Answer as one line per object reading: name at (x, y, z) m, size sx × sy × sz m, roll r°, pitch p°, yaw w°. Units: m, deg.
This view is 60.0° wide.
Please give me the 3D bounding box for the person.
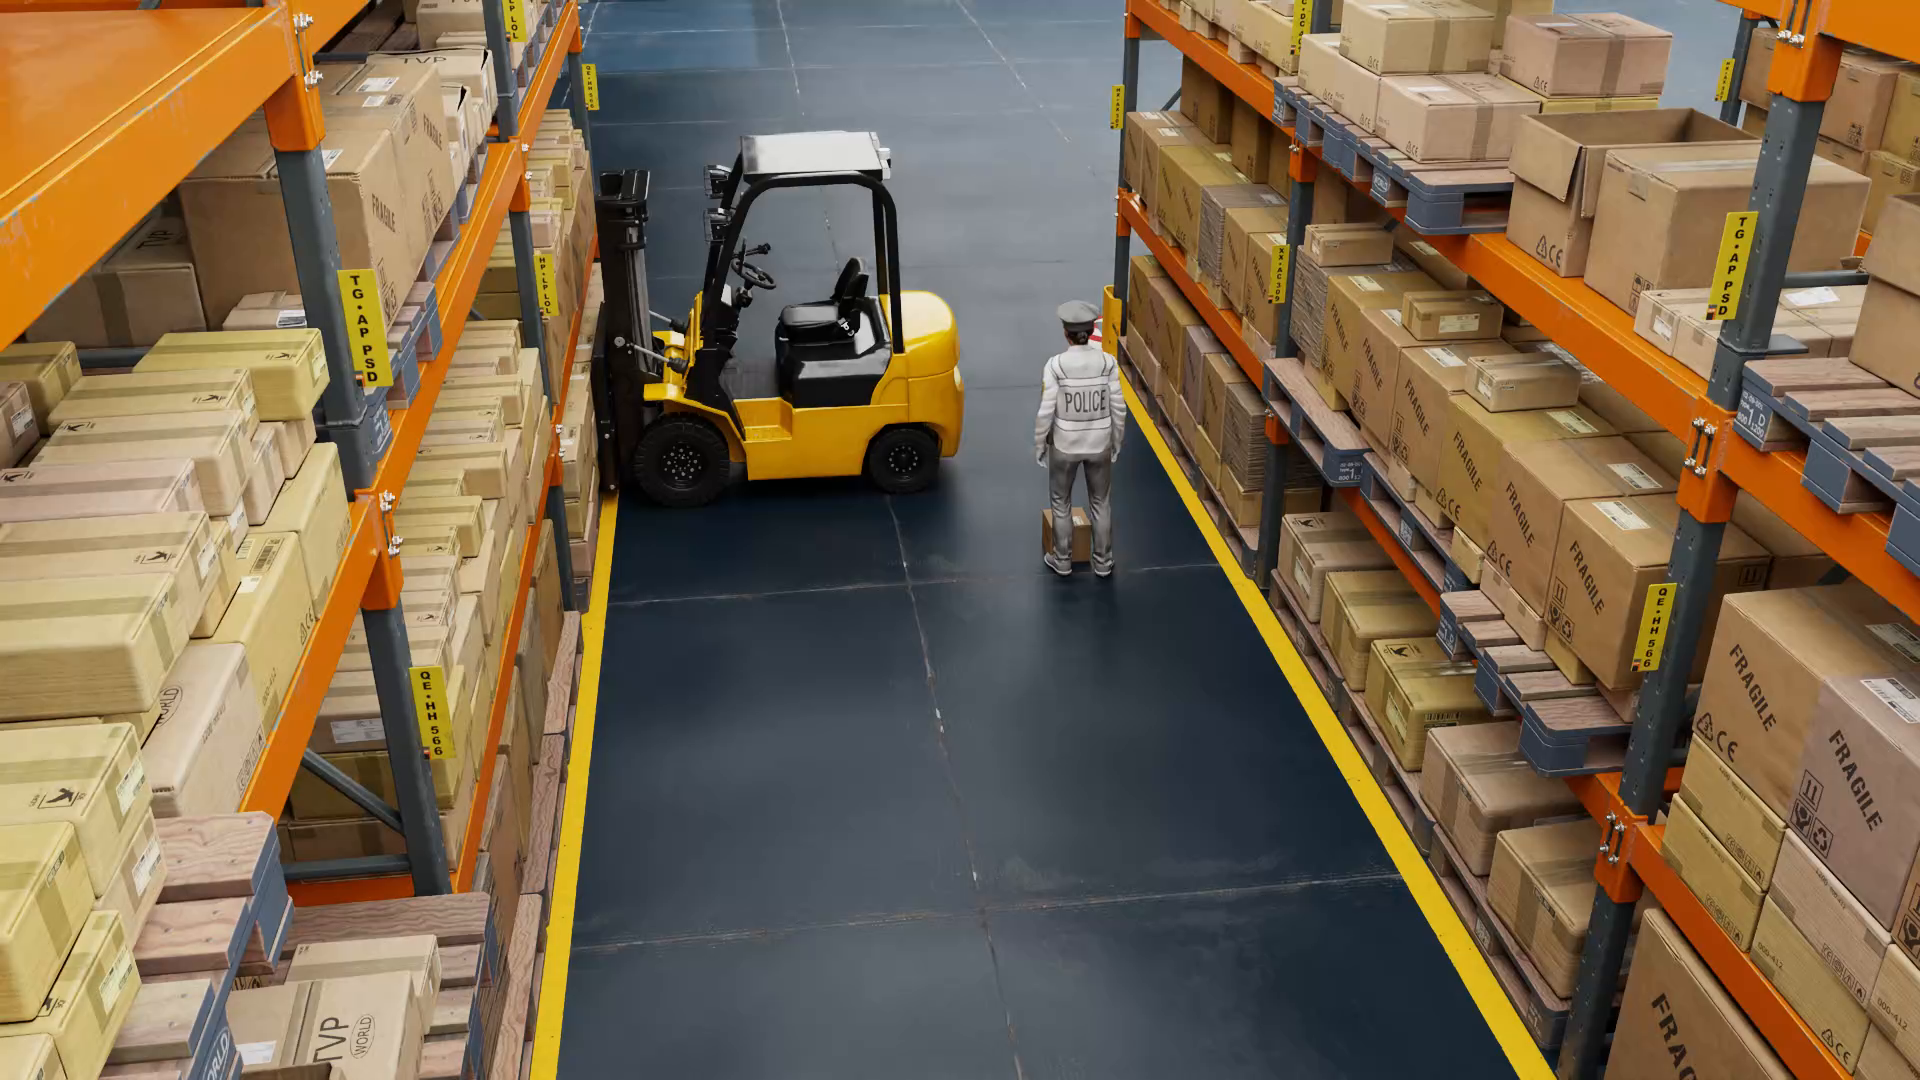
person at (0.691, -0.556, 9.691) m, size 0.532 × 1.663 × 0.404 m, roll -4°, pitch 28°, yaw -8°
